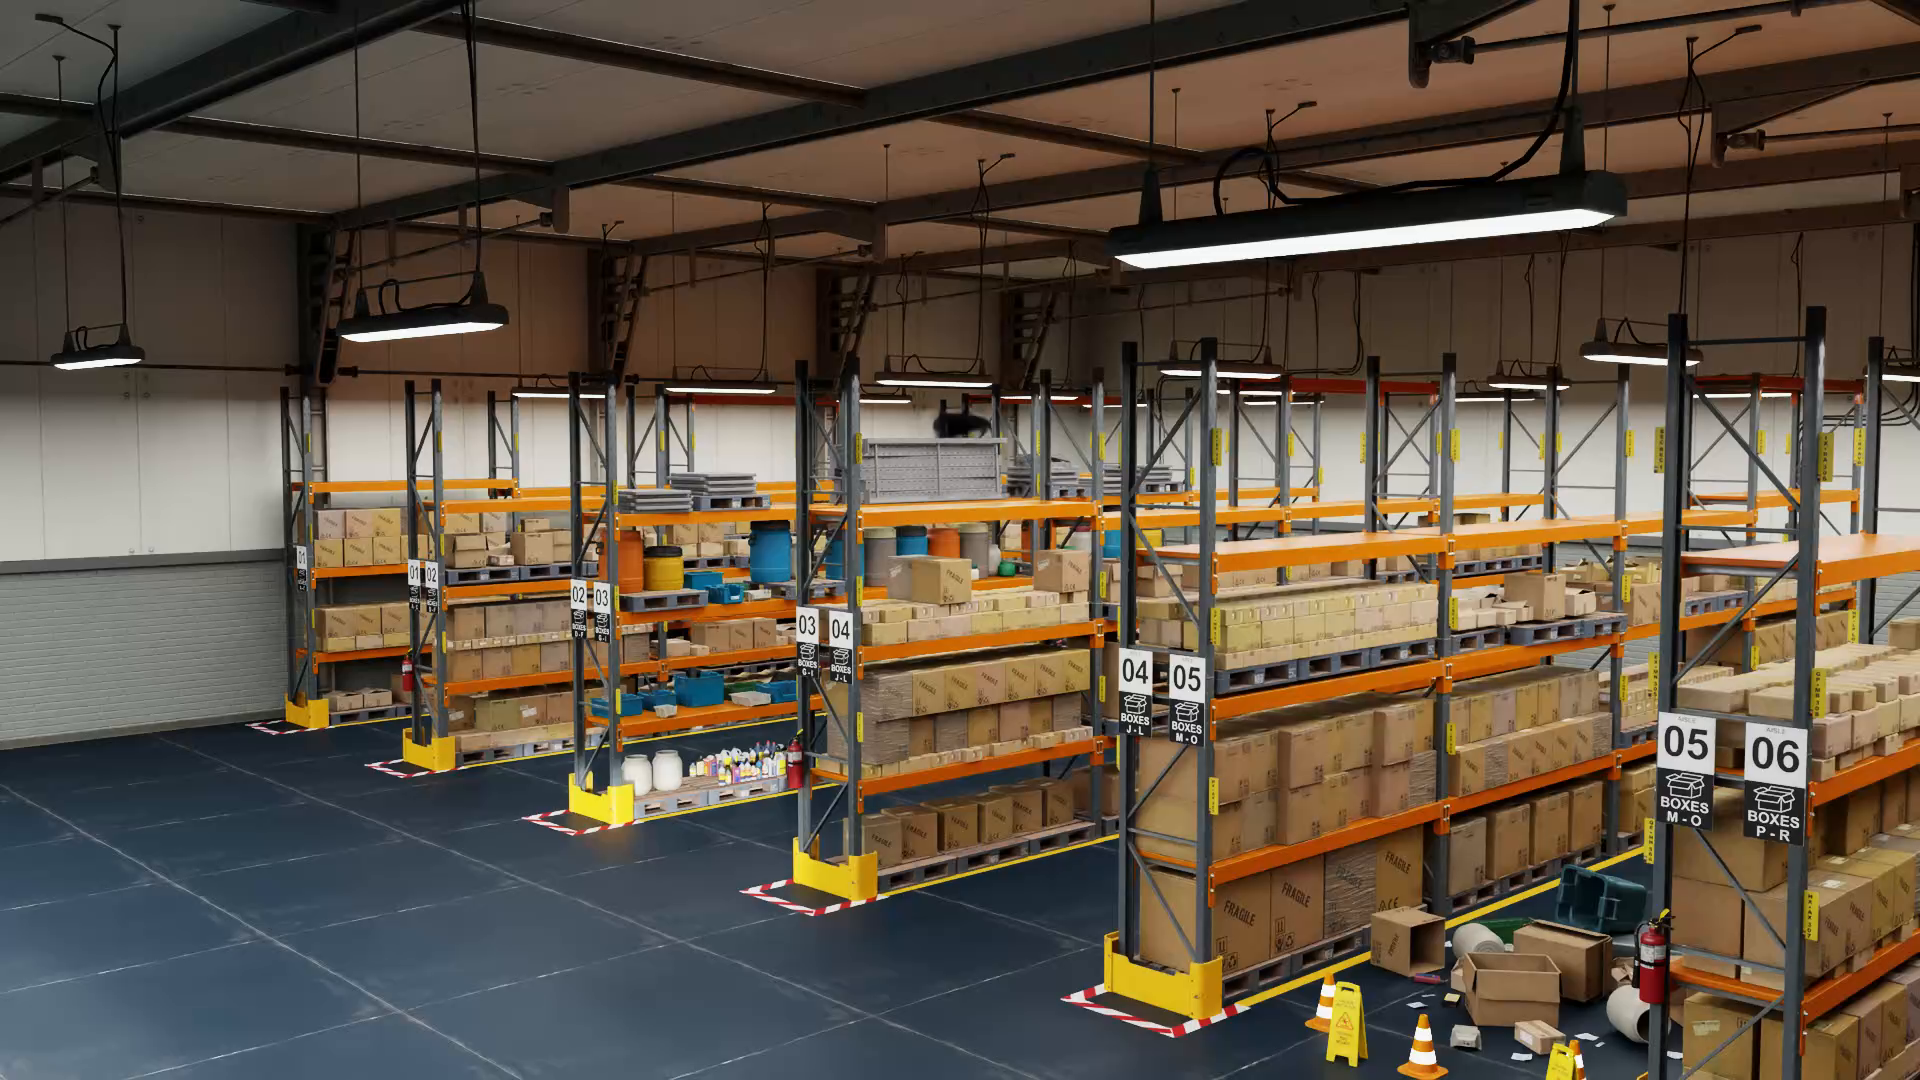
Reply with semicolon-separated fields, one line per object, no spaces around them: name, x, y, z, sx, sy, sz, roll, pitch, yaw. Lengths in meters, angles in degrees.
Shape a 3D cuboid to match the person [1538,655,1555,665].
person;10.592;2.383;30.620;0.597;1.688;0.831;-3;5;-37
